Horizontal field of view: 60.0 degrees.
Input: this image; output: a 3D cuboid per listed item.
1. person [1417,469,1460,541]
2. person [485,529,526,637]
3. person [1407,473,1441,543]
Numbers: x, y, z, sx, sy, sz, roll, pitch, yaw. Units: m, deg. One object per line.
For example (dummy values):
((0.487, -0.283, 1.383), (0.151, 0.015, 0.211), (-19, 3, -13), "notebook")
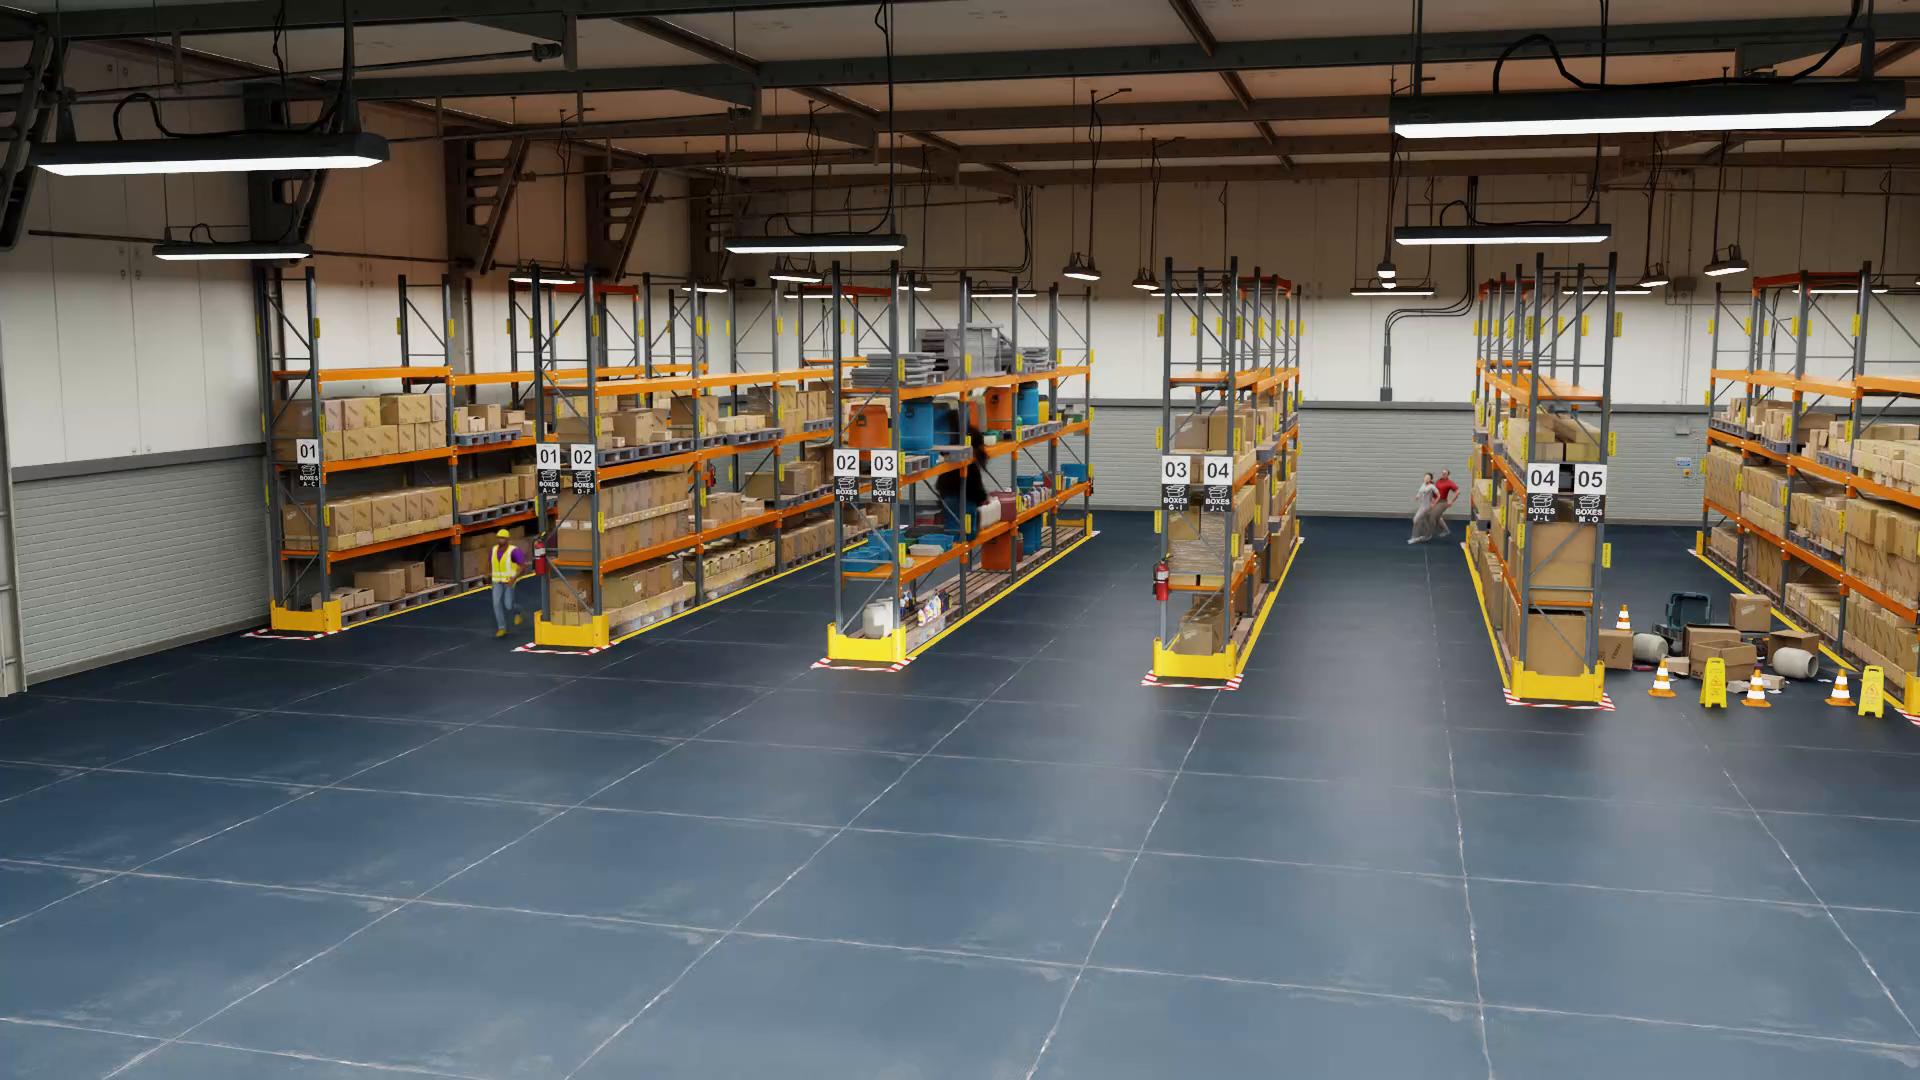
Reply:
((11.271, -0.824, 39.196), (0.949, 1.697, 0.709), (-2, 7, -14), "person")
((-7.460, 0.681, 27.344), (0.719, 1.743, 0.788), (1, 7, 11), "person")
((10.893, -0.747, 38.930), (0.729, 1.675, 0.615), (-3, 8, -22), "person")
